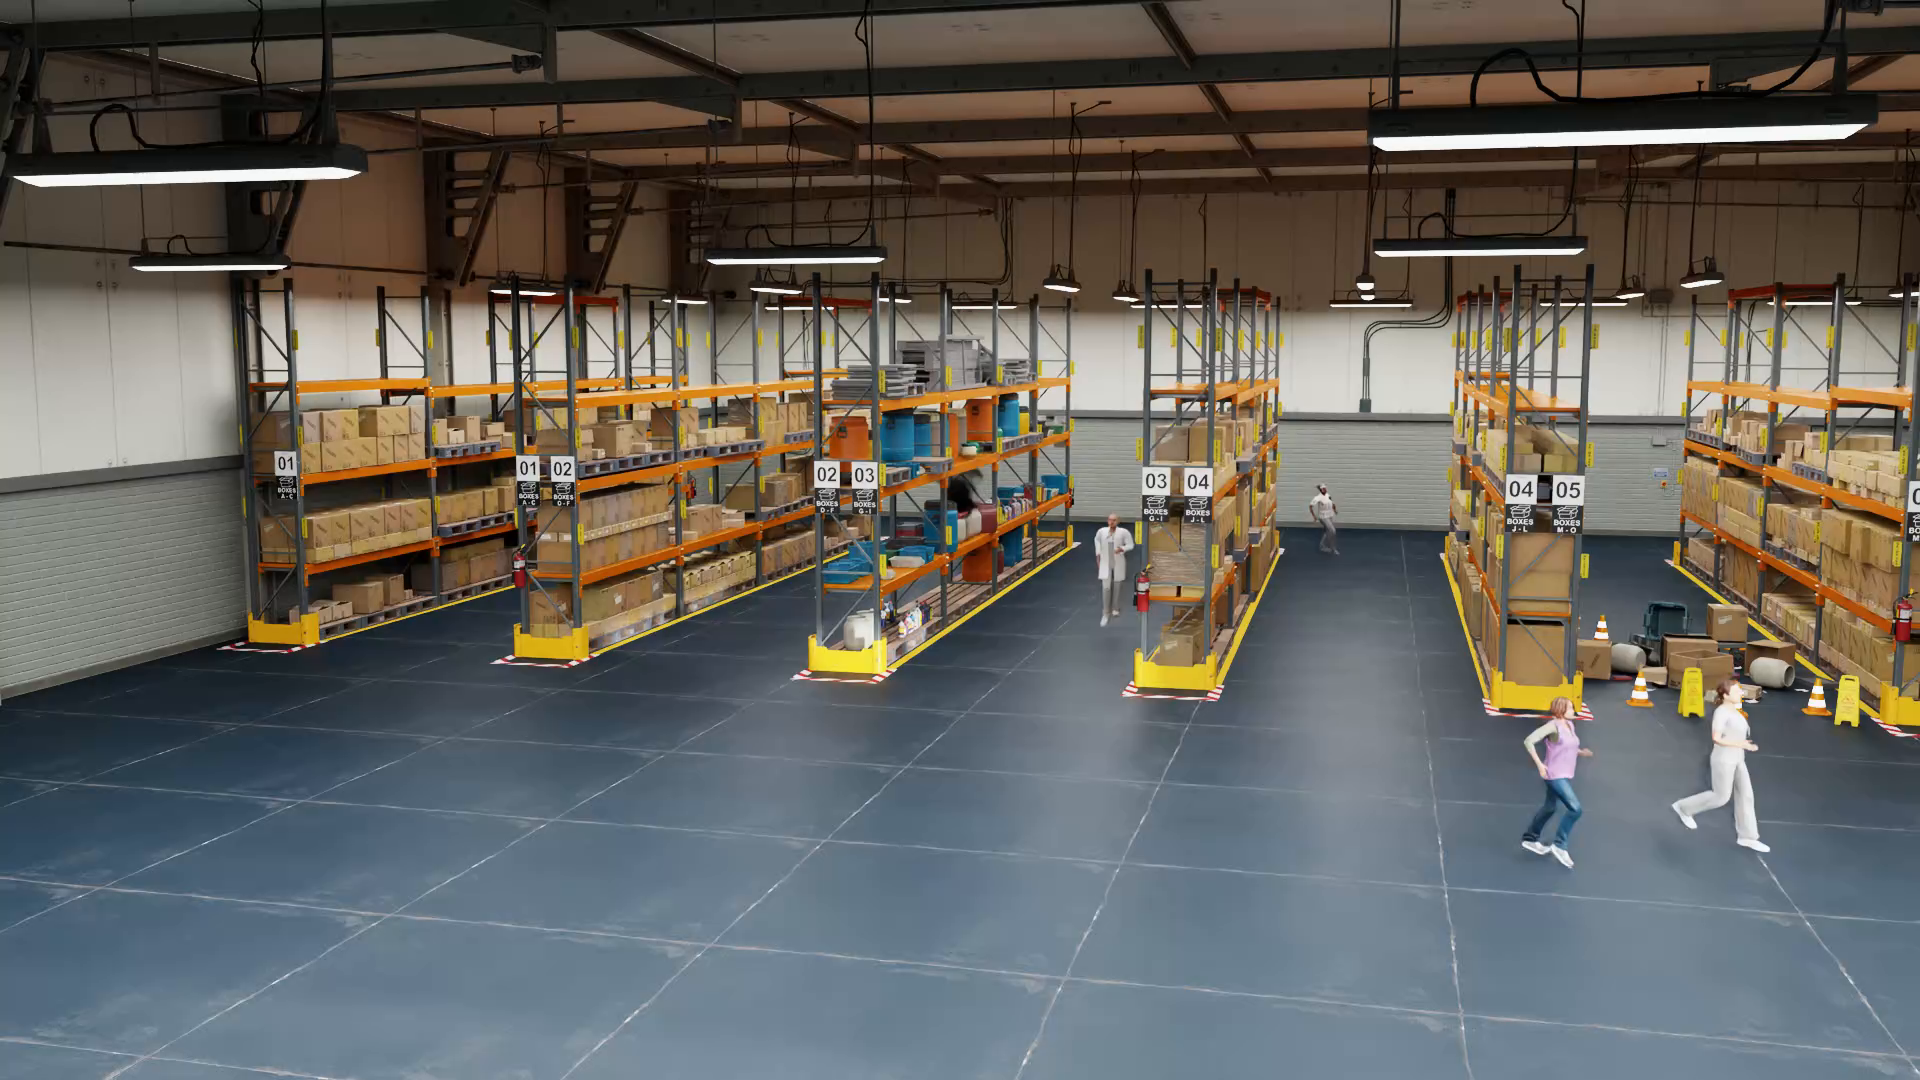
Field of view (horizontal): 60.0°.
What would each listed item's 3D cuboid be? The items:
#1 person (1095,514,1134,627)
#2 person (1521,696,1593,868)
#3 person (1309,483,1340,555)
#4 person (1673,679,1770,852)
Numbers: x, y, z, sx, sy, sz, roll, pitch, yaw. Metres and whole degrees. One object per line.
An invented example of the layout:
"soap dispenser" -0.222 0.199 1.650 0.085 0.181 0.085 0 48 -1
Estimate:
"person" 2.592 0.493 28.093 0.689 1.894 0.820 1 7 10
"person" 5.741 2.300 15.973 0.663 1.621 0.515 6 9 39
"person" 8.624 -0.493 39.098 0.619 1.704 0.702 -5 9 -38
"person" 7.590 2.200 16.496 0.568 1.663 0.935 -7 9 -44
